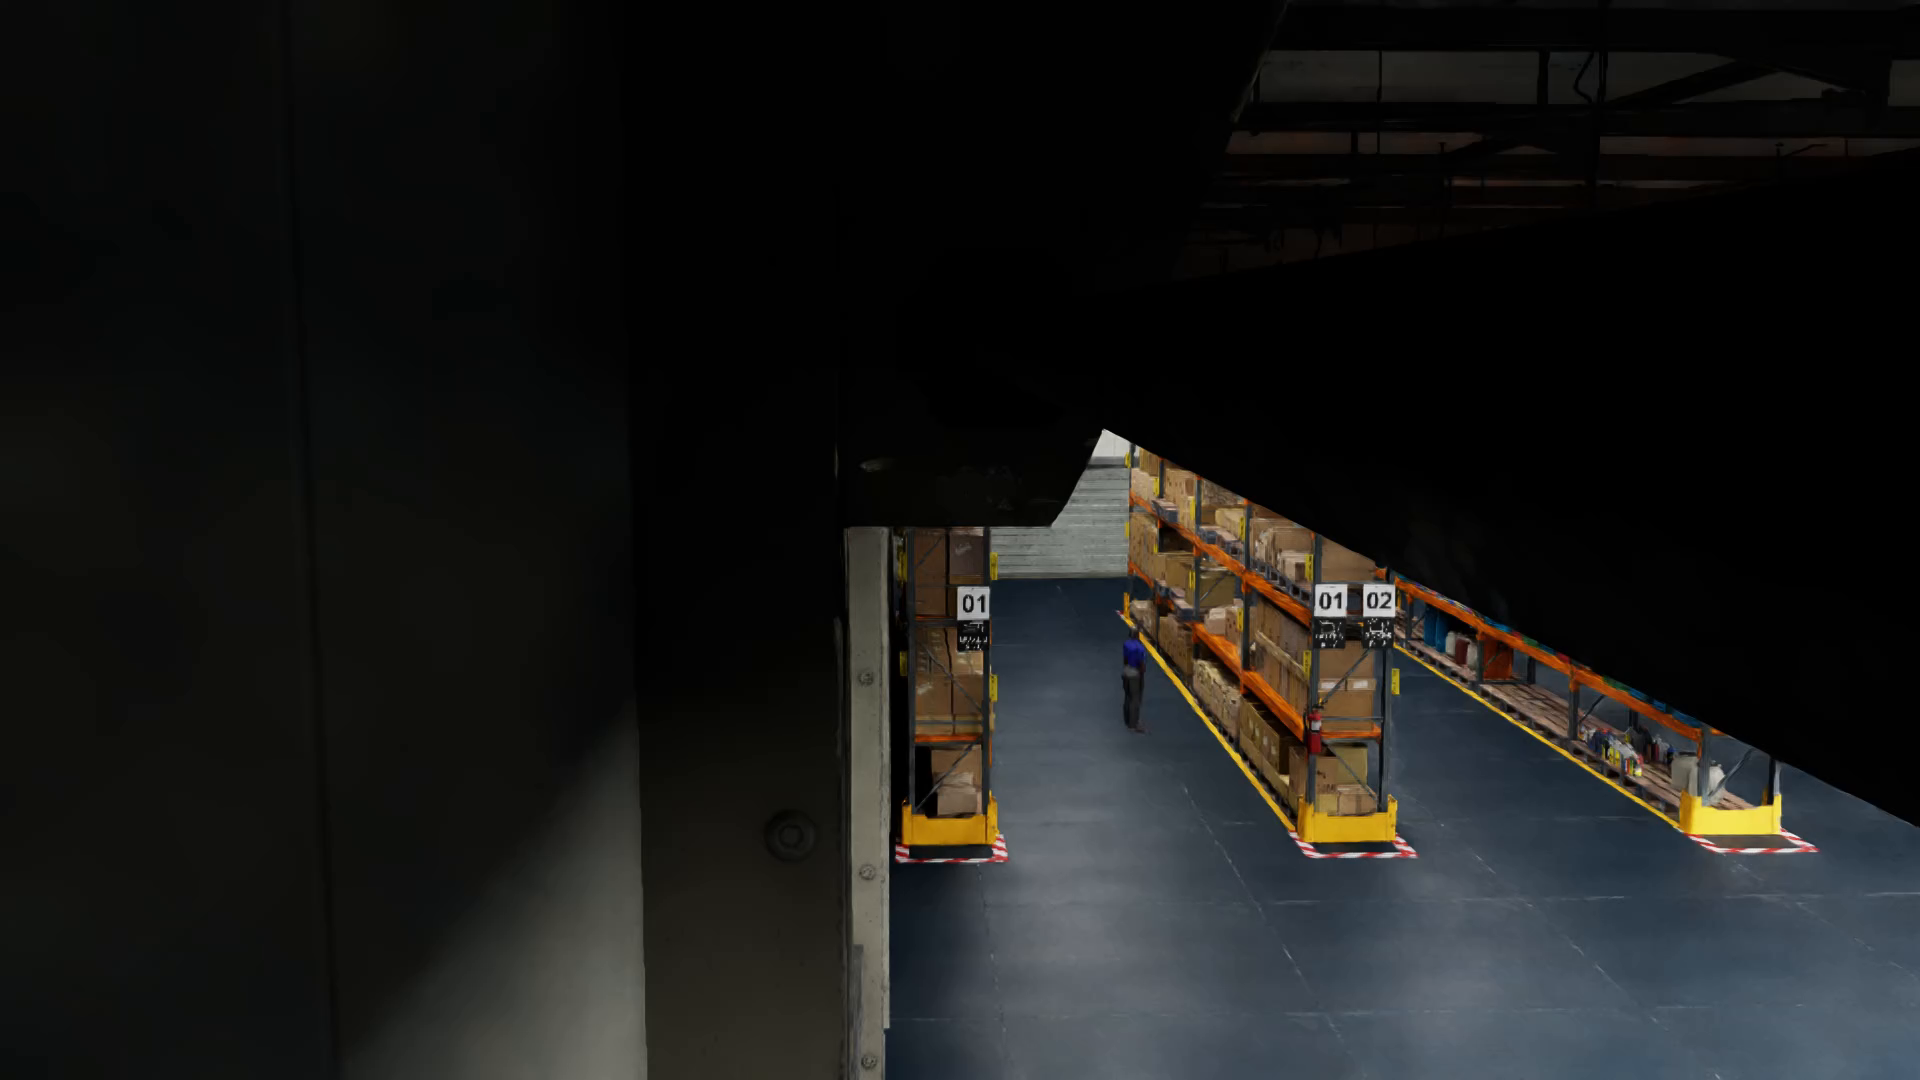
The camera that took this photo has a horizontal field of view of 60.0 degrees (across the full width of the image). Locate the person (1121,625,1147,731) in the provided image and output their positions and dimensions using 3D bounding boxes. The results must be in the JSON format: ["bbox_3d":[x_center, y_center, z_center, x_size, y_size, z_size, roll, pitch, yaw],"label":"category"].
[{"bbox_3d":[2.759,2.150,26.178,0.415,1.661,0.499,-5,9,-33],"label":"person"}]
